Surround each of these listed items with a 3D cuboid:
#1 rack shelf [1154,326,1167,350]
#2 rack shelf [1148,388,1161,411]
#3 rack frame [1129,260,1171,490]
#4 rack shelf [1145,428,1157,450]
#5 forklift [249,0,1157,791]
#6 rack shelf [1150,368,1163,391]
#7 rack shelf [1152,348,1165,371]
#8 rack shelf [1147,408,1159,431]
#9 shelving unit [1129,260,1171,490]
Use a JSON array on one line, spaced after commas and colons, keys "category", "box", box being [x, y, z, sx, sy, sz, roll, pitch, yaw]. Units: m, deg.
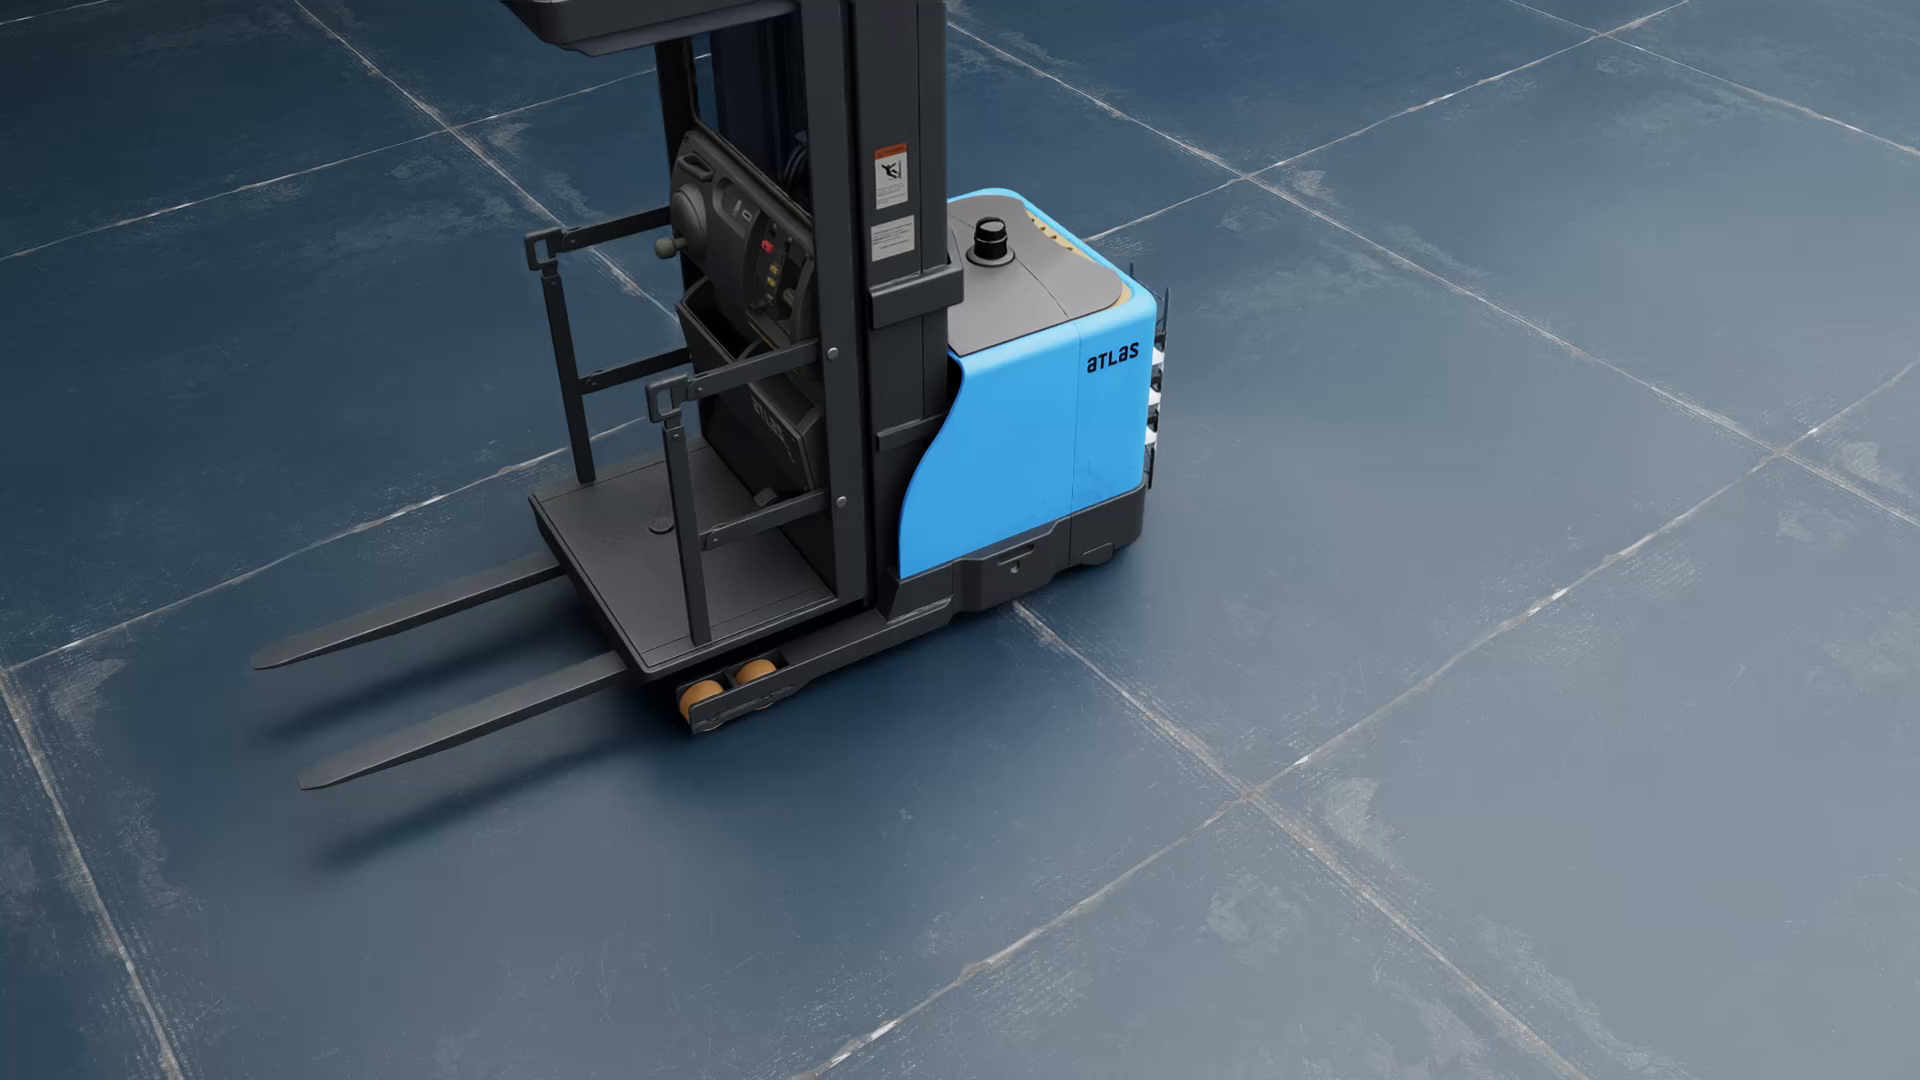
[{"category": "rack shelf", "box": [0.598, -0.758, 6.091, 0.200, 0.077, 0.258, -21, 44, -24]}, {"category": "rack shelf", "box": [0.598, -0.549, 6.263, 0.200, 0.077, 0.258, -21, 44, -24]}, {"category": "rack frame", "box": [0.685, -0.608, 6.282, 0.006, 0.900, 0.240, -21, 44, -24]}, {"category": "rack shelf", "box": [0.598, -0.410, 6.377, 0.200, 0.077, 0.258, -21, 44, -24]}, {"category": "forklift", "box": [-0.852, -0.888, 5.022, 3.031, 2.935, 1.130, -21, 44, -24]}, {"category": "rack shelf", "box": [0.598, -0.619, 6.205, 0.200, 0.077, 0.258, -21, 44, -24]}, {"category": "rack shelf", "box": [0.598, -0.688, 6.148, 0.200, 0.077, 0.258, -21, 44, -24]}, {"category": "rack shelf", "box": [0.598, -0.480, 6.320, 0.200, 0.077, 0.258, -21, 44, -24]}, {"category": "shelving unit", "box": [0.598, -0.575, 6.241, 0.210, 0.900, 0.258, -21, 44, -24]}]
